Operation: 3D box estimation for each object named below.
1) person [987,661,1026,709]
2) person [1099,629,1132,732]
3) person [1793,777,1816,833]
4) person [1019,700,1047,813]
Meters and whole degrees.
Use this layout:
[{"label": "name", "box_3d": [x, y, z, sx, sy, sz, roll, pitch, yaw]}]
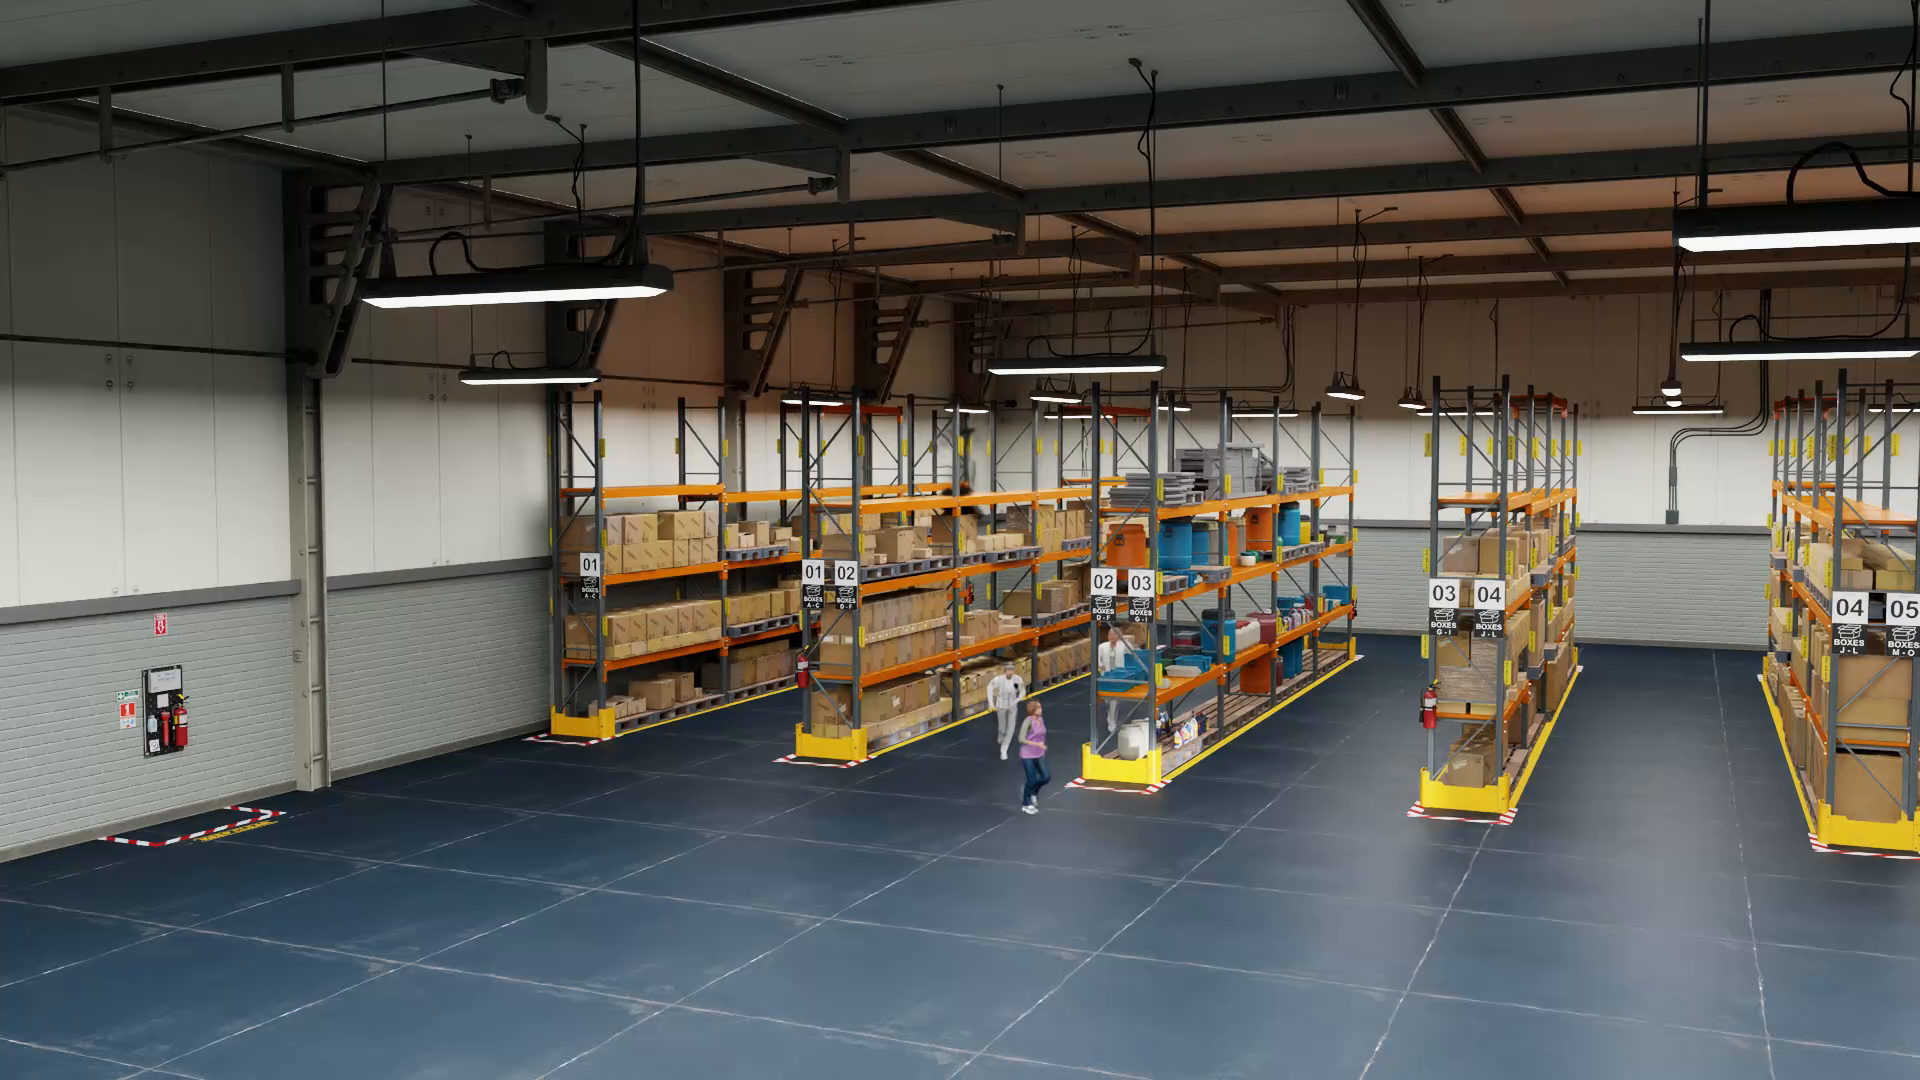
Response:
[{"label": "person", "box_3d": [0.766, 2.322, 26.768, 0.607, 0.792, 0.496, -1, 3, -11]}, {"label": "person", "box_3d": [2.748, 2.472, 29.707, 0.733, 1.791, 0.925, 1, 3, 16]}, {"label": "person", "box_3d": [16.030, 2.909, 23.384, 7.909, 1.650, 6.972, 1, 3, 22]}, {"label": "person", "box_3d": [1.032, 2.966, 22.680, 0.519, 1.562, 0.537, -3, 4, -45]}]
